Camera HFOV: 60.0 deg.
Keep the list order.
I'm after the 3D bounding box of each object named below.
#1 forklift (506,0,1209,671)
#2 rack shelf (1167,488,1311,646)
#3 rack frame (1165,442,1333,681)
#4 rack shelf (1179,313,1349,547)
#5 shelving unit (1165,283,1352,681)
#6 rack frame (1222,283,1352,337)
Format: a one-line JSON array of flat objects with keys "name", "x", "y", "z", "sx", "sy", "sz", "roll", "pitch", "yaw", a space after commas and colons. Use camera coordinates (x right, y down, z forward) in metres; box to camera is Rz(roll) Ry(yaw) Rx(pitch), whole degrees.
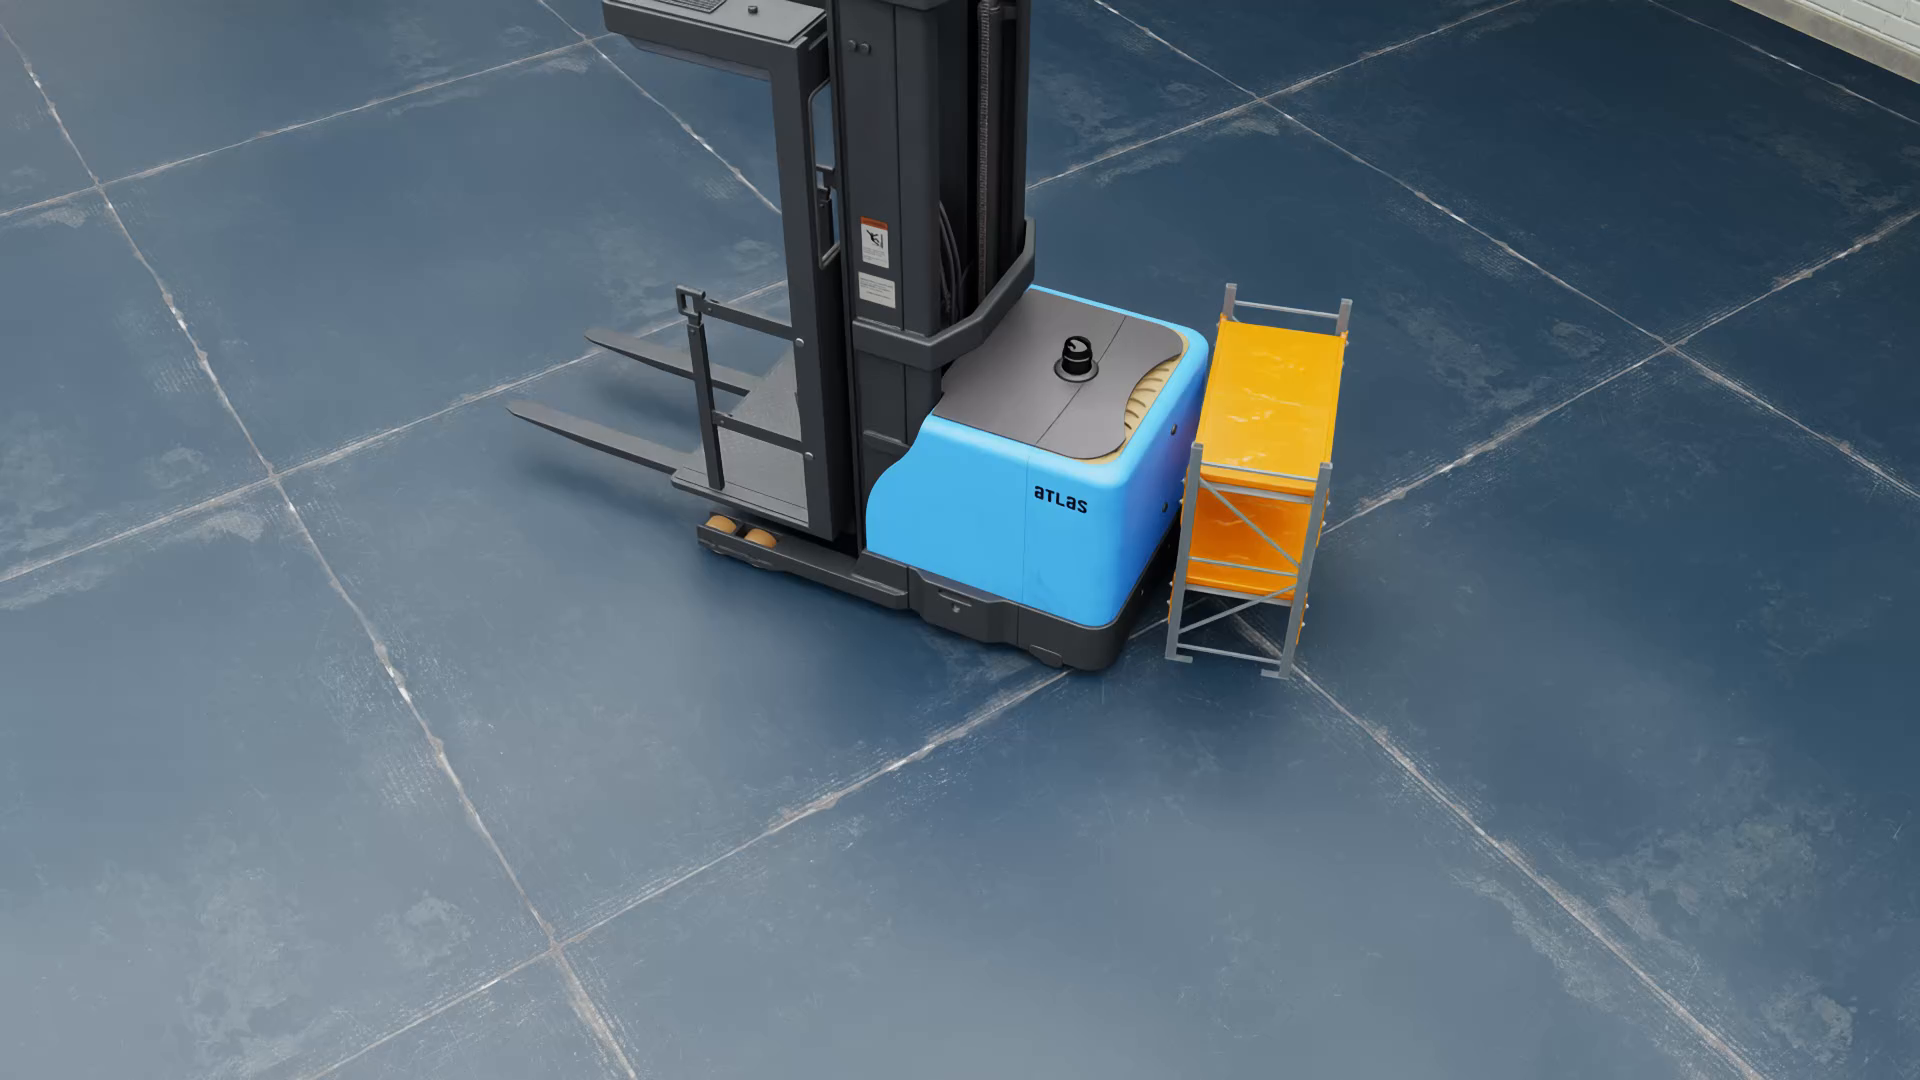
[{"name": "forklift", "x": -0.560, "y": -1.249, "z": 6.427, "sx": 3.031, "sy": 2.935, "sz": 1.130, "roll": 19, "pitch": 47, "yaw": 19}, {"name": "rack shelf", "x": 1.194, "y": -0.060, "z": 6.843, "sx": 0.538, "sy": 0.278, "sz": 1.000, "roll": 9, "pitch": 44, "yaw": 10}, {"name": "rack frame", "x": 1.075, "y": 0.105, "z": 6.317, "sx": 0.500, "sy": 1.125, "sz": 0.032, "roll": 9, "pitch": 44, "yaw": 10}, {"name": "rack shelf", "x": 1.194, "y": -0.448, "z": 6.472, "sx": 0.538, "sy": 0.278, "sz": 1.000, "roll": 9, "pitch": 44, "yaw": 10}, {"name": "shelving unit", "x": 1.194, "y": -0.236, "z": 6.674, "sx": 0.538, "sy": 1.125, "sz": 1.048, "roll": 9, "pitch": 44, "yaw": 10}, {"name": "rack frame", "x": 1.314, "y": -0.578, "z": 7.032, "sx": 0.500, "sy": 1.125, "sz": 0.032, "roll": 9, "pitch": 44, "yaw": 10}]
